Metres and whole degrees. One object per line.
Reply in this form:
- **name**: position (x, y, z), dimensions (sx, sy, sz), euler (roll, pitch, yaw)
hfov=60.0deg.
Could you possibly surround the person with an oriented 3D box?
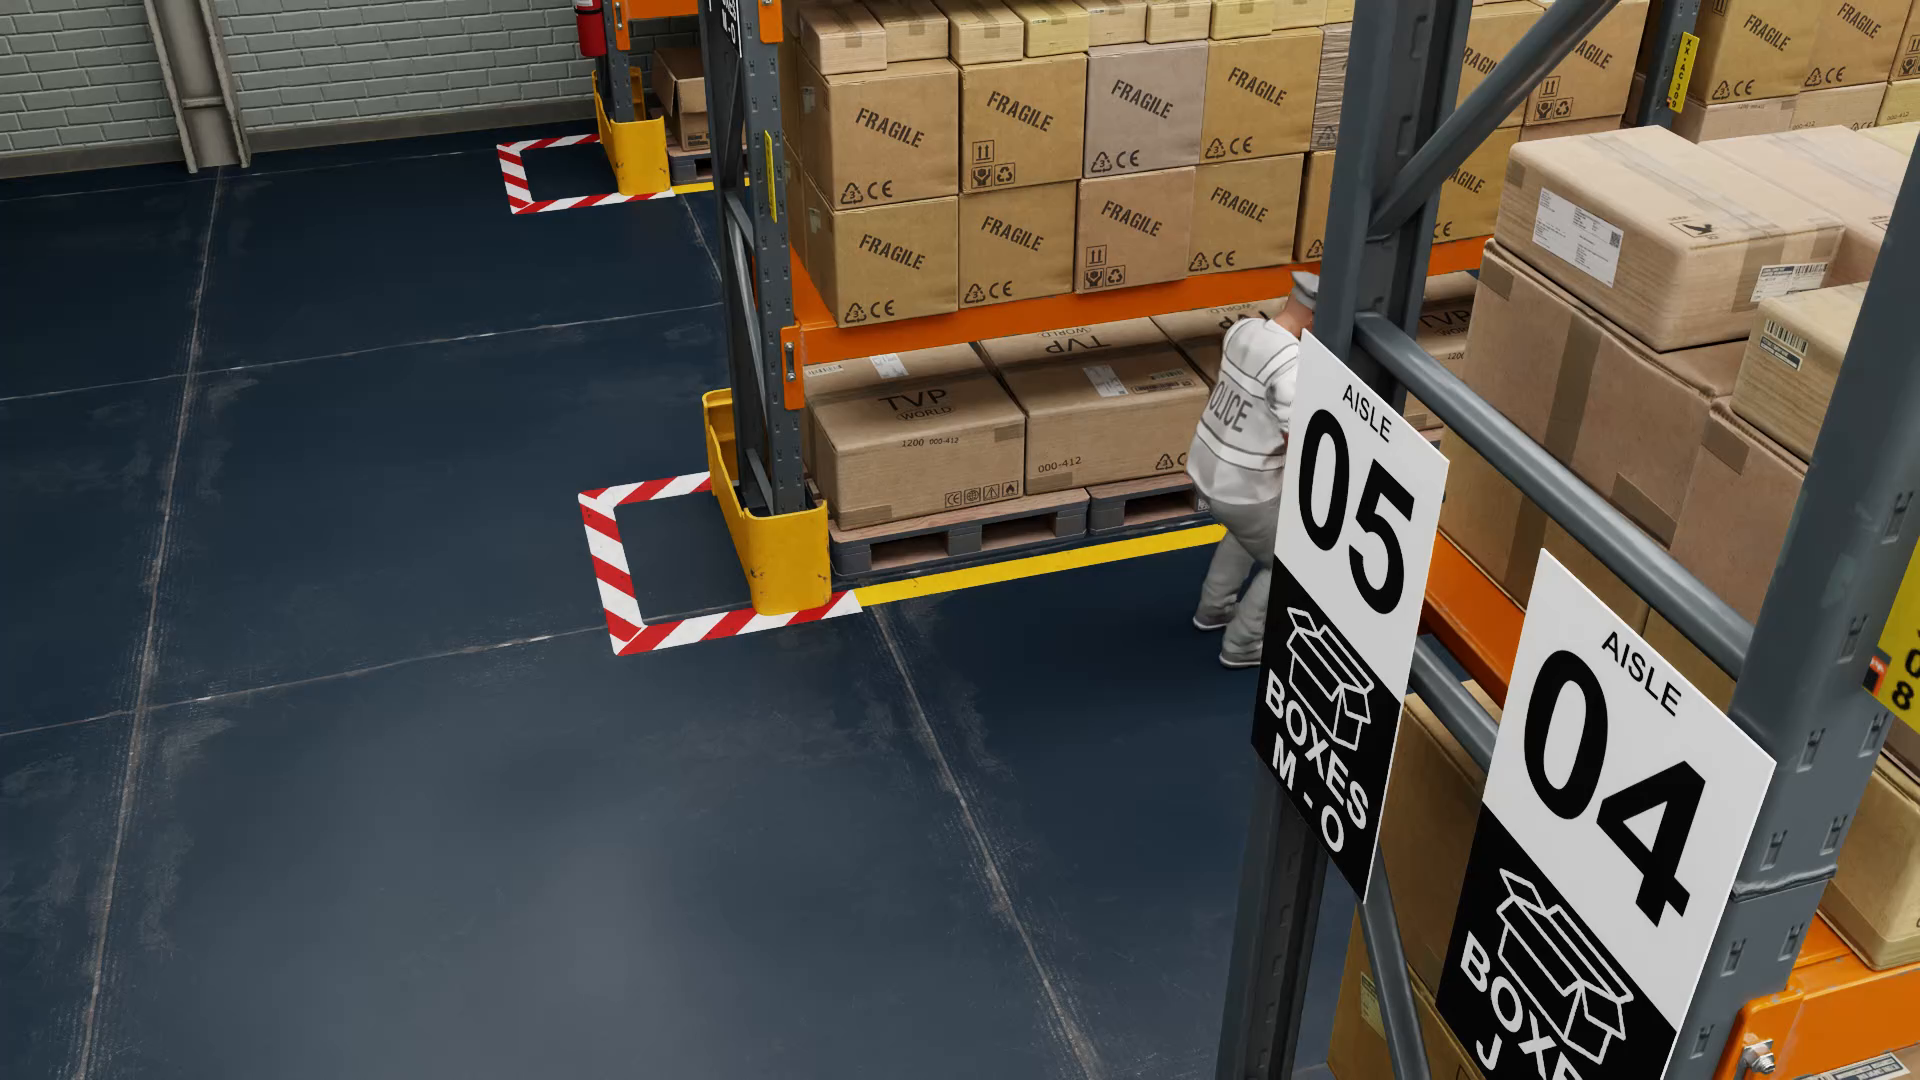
- **person**: position (1.199, -0.276, 6.653), dimensions (0.584, 1.650, 0.571), euler (-9, 35, -14)
